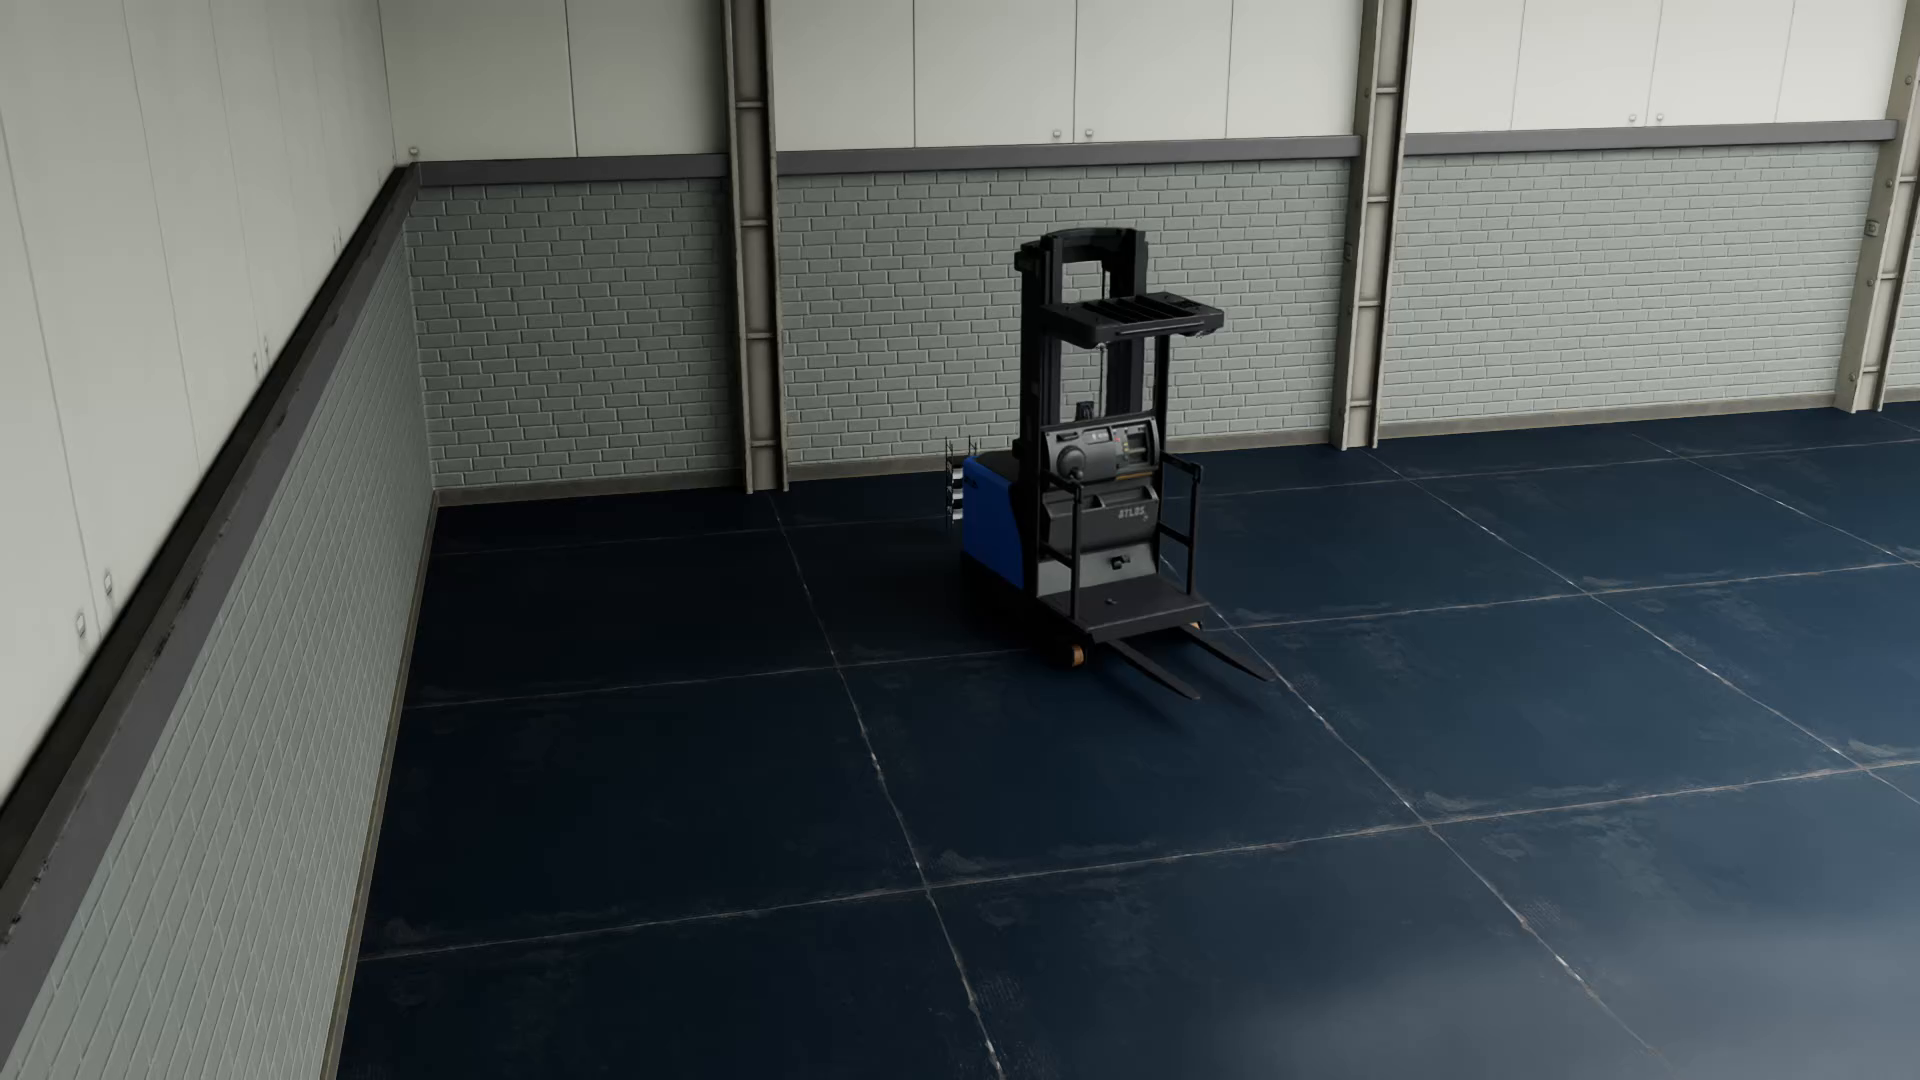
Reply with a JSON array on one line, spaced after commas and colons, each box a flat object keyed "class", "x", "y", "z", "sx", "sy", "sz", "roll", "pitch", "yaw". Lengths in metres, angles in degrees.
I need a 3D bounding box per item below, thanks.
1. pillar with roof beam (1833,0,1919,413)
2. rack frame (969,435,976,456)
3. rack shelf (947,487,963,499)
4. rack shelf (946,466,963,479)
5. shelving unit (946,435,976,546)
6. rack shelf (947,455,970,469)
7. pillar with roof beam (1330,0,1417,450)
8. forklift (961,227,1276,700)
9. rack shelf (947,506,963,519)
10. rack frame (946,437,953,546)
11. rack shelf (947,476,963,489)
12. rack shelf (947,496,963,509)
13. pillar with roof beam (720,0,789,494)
[{"class": "pillar with roof beam", "x": 10.837, "y": -4.231, "z": 12.783, "sx": 0.400, "sy": 9.000, "sz": 9.100, "roll": -5, "pitch": 21, "yaw": -12}, {"class": "rack frame", "x": 0.107, "y": -0.431, "z": 14.184, "sx": 0.006, "sy": 0.900, "sz": 0.240, "roll": -5, "pitch": 21, "yaw": -12}, {"class": "rack shelf", "x": 0.008, "y": -0.392, "z": 14.173, "sx": 0.200, "sy": 0.077, "sz": 0.258, "roll": -5, "pitch": 21, "yaw": -12}, {"class": "rack shelf", "x": 0.008, "y": -0.561, "z": 14.111, "sx": 0.200, "sy": 0.077, "sz": 0.258, "roll": -5, "pitch": 21, "yaw": -12}, {"class": "shelving unit", "x": 0.008, "y": -0.423, "z": 14.162, "sx": 0.210, "sy": 0.900, "sz": 0.258, "roll": -5, "pitch": 21, "yaw": -12}, {"class": "rack shelf", "x": 0.008, "y": -0.645, "z": 14.080, "sx": 0.200, "sy": 0.077, "sz": 0.258, "roll": -5, "pitch": 21, "yaw": -12}, {"class": "pillar with roof beam", "x": 4.998, "y": -3.756, "z": 11.486, "sx": 0.400, "sy": 9.000, "sz": 9.100, "roll": -5, "pitch": 21, "yaw": -12}, {"class": "forklift", "x": 1.127, "y": -0.645, "z": 11.815, "sx": 1.130, "sy": 2.935, "sz": 3.031, "roll": -10, "pitch": 22, "yaw": -25}, {"class": "rack shelf", "x": 0.008, "y": -0.223, "z": 14.235, "sx": 0.200, "sy": 0.077, "sz": 0.258, "roll": -5, "pitch": 21, "yaw": -12}, {"class": "rack frame", "x": -0.091, "y": -0.415, "z": 14.140, "sx": 0.006, "sy": 0.900, "sz": 0.240, "roll": -5, "pitch": 21, "yaw": -12}, {"class": "rack shelf", "x": 0.008, "y": -0.476, "z": 14.142, "sx": 0.200, "sy": 0.077, "sz": 0.258, "roll": -5, "pitch": 21, "yaw": -12}, {"class": "rack shelf", "x": 0.008, "y": -0.307, "z": 14.204, "sx": 0.200, "sy": 0.077, "sz": 0.258, "roll": -5, "pitch": 21, "yaw": -12}, {"class": "pillar with roof beam", "x": -0.841, "y": -3.281, "z": 10.190, "sx": 0.400, "sy": 9.000, "sz": 9.100, "roll": -5, "pitch": 21, "yaw": -12}]
